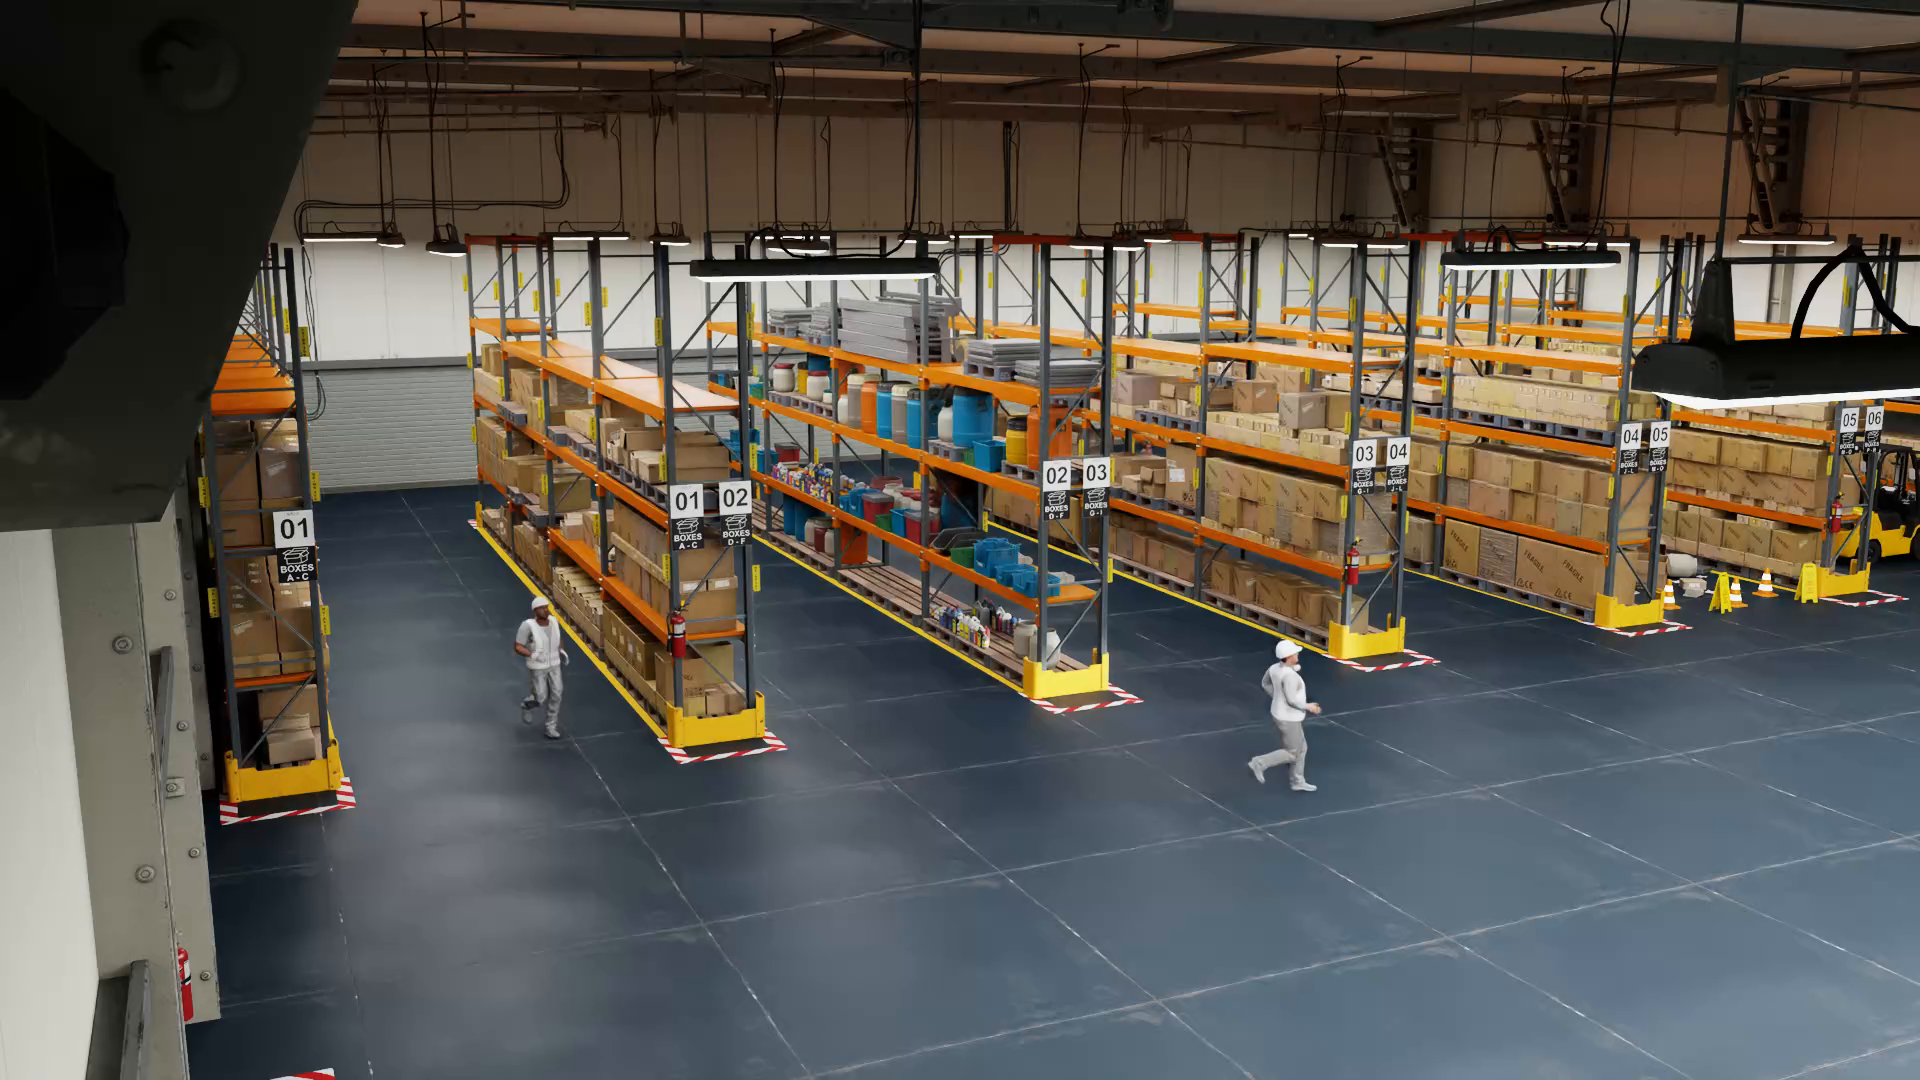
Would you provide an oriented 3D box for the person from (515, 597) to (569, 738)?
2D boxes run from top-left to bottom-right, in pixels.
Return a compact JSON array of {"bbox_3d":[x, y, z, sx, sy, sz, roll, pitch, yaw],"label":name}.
[{"bbox_3d":[-5.169,1.548,20.557,0.704,1.743,0.687,11,15,44],"label":"person"}]

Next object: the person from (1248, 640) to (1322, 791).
[{"bbox_3d":[3.614,1.962,18.456,0.797,1.758,0.670,-1,11,-7],"label":"person"}]

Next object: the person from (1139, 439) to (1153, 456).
[{"bbox_3d":[3.999,-1.389,35.970,0.558,1.610,0.837,-8,14,-36],"label":"person"}]
